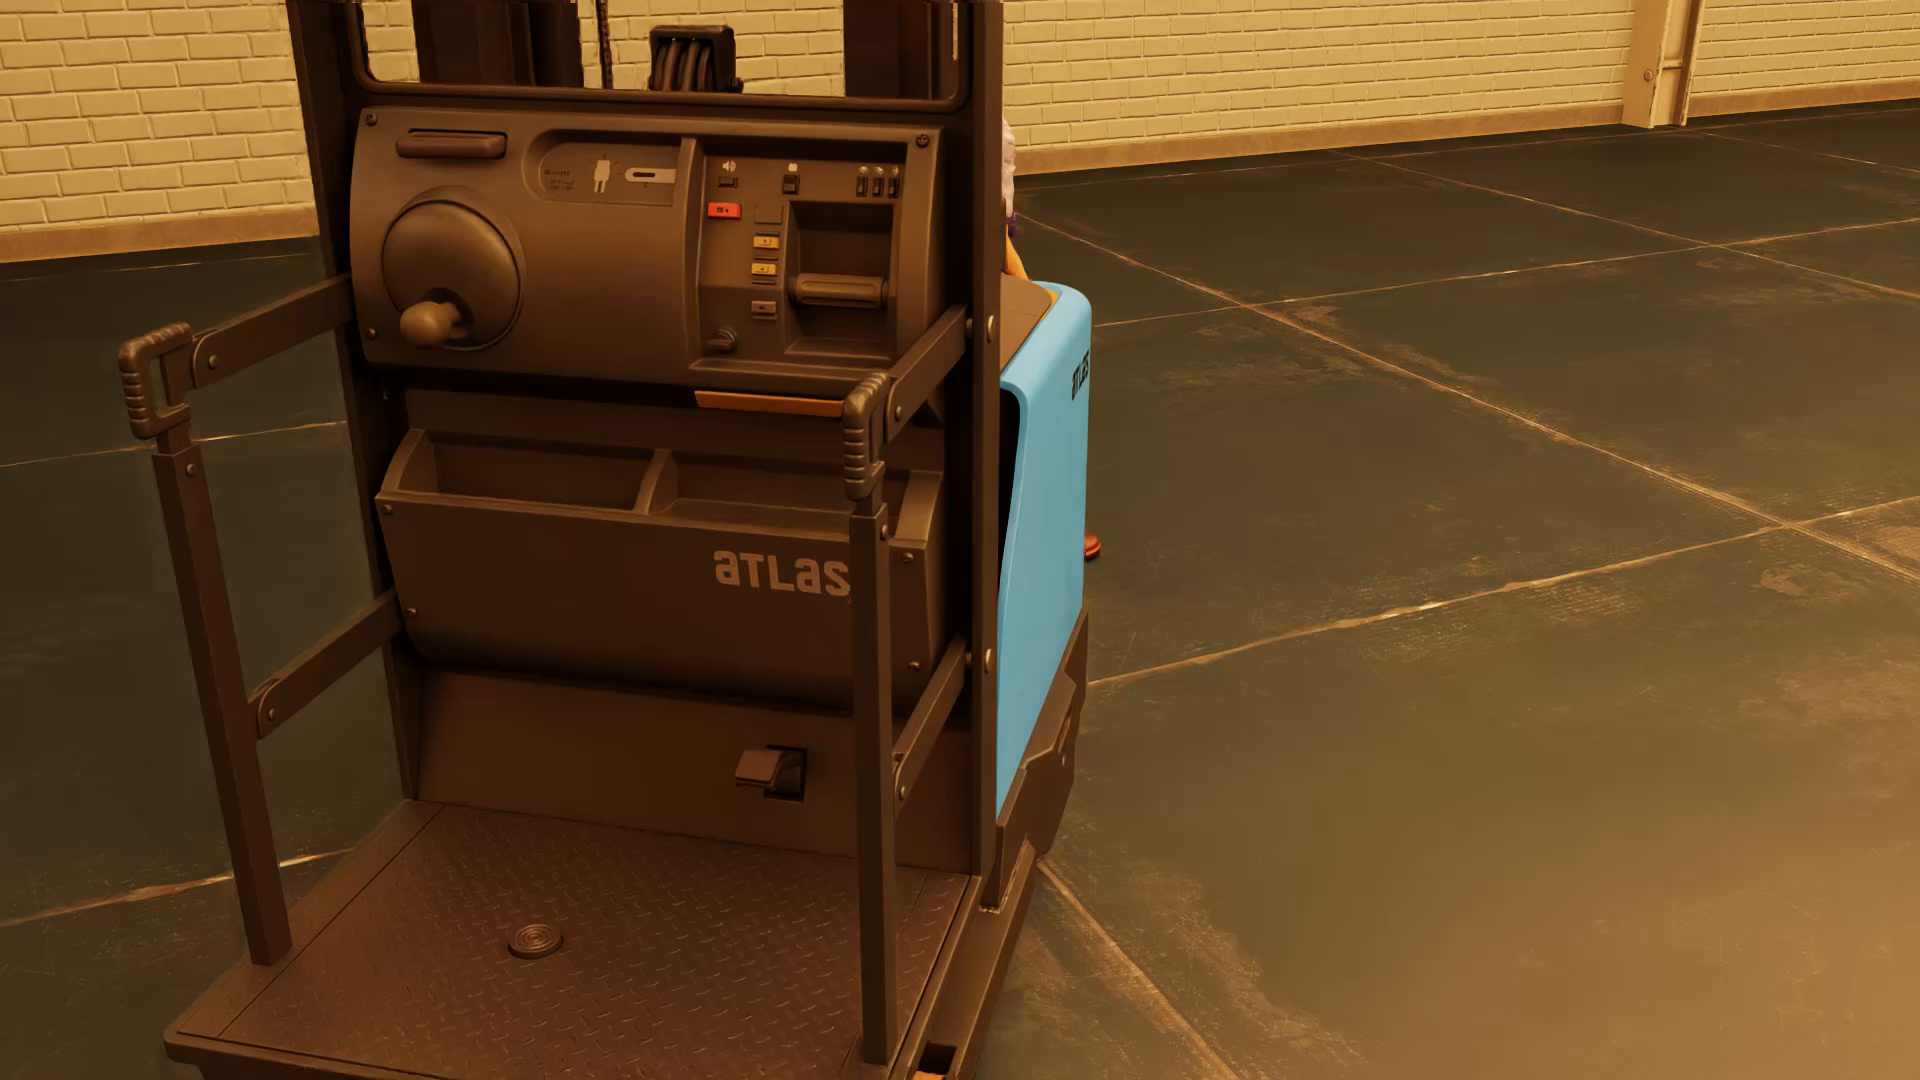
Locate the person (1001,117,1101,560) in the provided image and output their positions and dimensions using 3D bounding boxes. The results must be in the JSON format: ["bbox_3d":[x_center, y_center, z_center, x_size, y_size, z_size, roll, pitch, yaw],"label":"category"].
[{"bbox_3d":[0.091,-0.774,4.803,0.502,1.651,0.598,-10,25,-23],"label":"person"}]

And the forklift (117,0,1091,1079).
[{"bbox_3d":[-0.535,-0.426,2.312,1.130,2.935,3.031,5,23,12],"label":"forklift"}]
